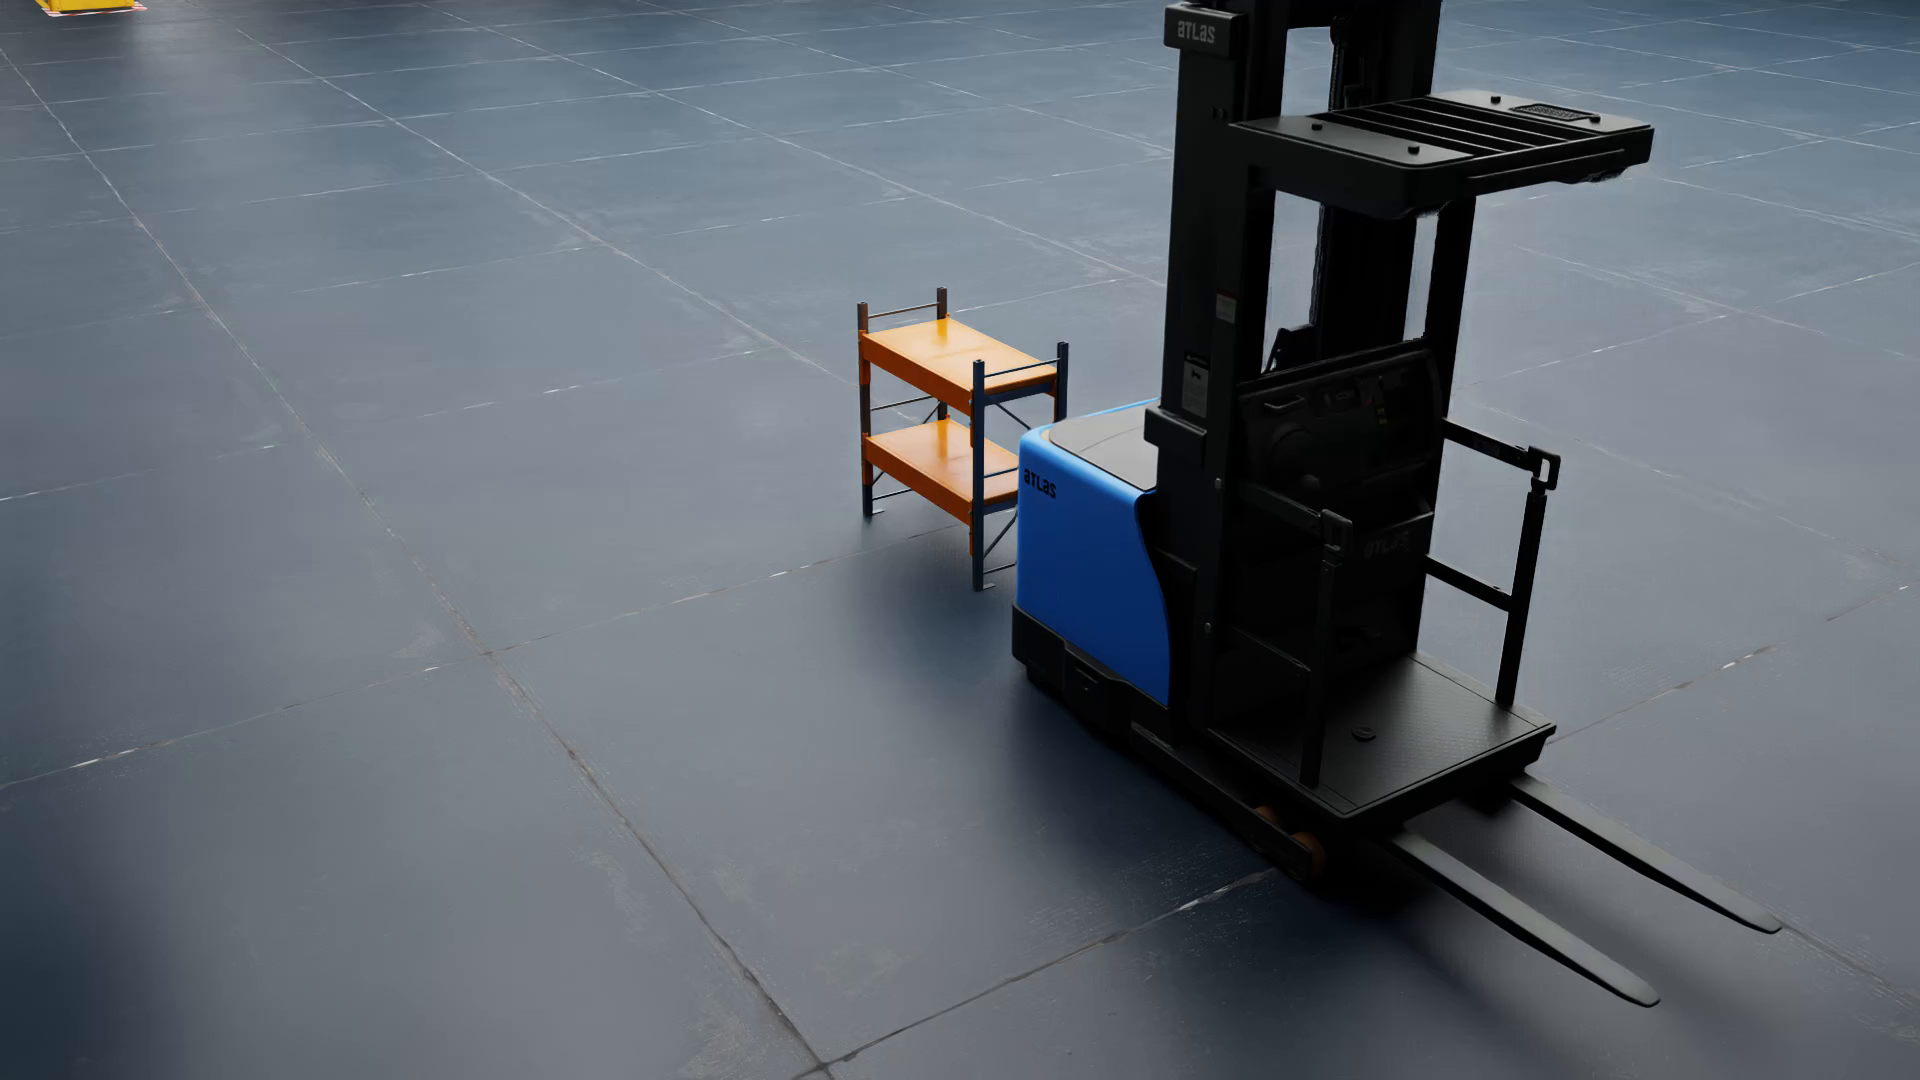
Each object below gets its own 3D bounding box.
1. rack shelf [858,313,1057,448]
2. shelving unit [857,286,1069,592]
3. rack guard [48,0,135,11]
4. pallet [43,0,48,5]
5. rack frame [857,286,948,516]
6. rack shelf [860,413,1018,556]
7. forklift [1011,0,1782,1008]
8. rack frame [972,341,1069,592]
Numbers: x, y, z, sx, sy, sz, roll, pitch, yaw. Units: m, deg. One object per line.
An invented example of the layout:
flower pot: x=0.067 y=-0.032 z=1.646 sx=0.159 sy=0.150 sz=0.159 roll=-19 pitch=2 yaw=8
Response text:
rack shelf: x=-0.004 y=-0.776 z=7.890 sx=0.538 sy=0.278 sz=1.000 roll=-16 pitch=29 yaw=-30
shelving unit: x=-0.004 y=-0.511 z=8.015 sx=0.538 sy=1.125 sz=1.048 roll=-16 pitch=29 yaw=-30
rack guard: x=-13.384 y=-8.443 z=25.550 sx=1.175 sy=0.500 sz=0.348 roll=-16 pitch=29 yaw=-30
pallet: x=-13.850 y=-8.585 z=26.188 sx=1.003 sy=0.211 sz=1.213 roll=-16 pitch=29 yaw=-30
rack frame: x=-0.281 y=-0.693 z=8.400 sx=0.500 sy=1.125 sz=0.032 roll=-16 pitch=29 yaw=-30
rack shelf: x=-0.004 y=-0.290 z=8.119 sx=0.538 sy=0.278 sz=1.000 roll=-16 pitch=29 yaw=-30
forklift: x=1.450 y=-0.380 z=5.621 sx=1.130 sy=2.935 sz=3.031 roll=-16 pitch=30 yaw=-30
rack frame: x=0.274 y=-0.329 z=7.630 sx=0.500 sy=1.125 sz=0.032 roll=-16 pitch=29 yaw=-30
